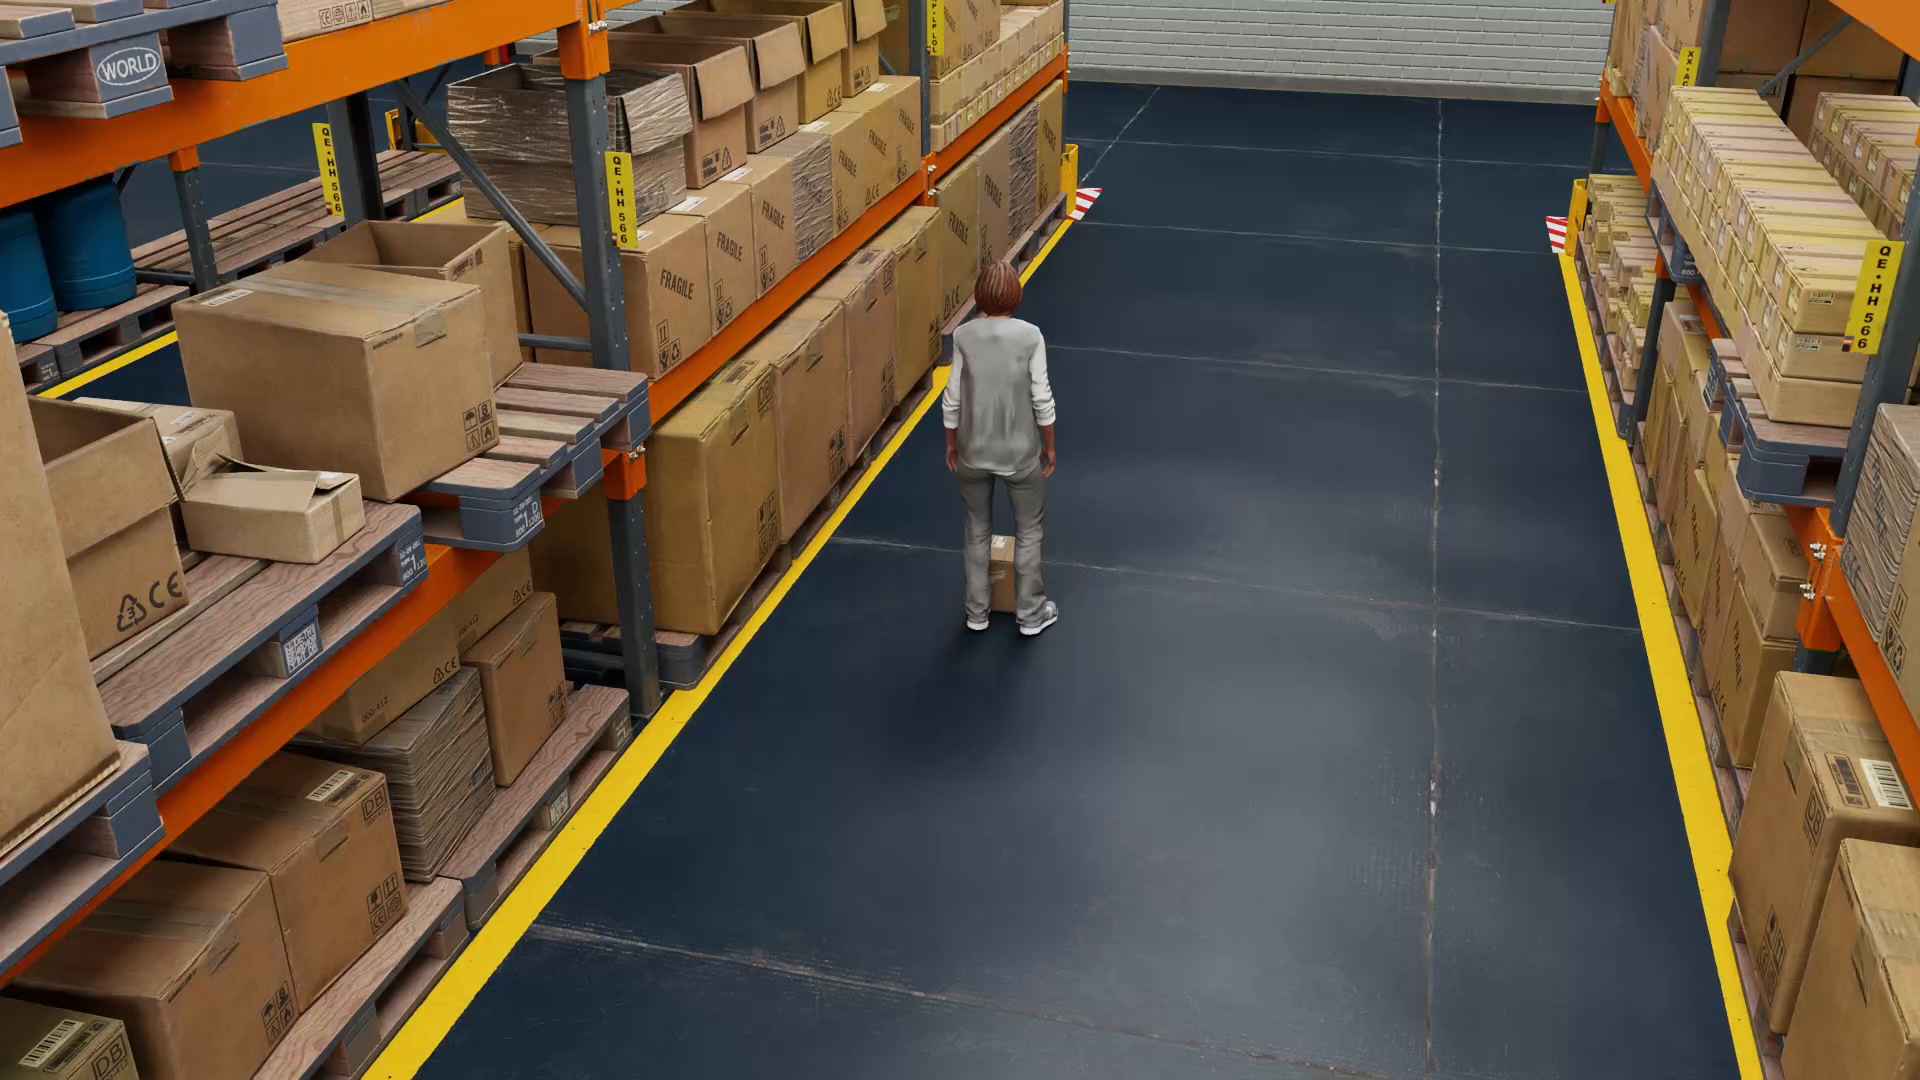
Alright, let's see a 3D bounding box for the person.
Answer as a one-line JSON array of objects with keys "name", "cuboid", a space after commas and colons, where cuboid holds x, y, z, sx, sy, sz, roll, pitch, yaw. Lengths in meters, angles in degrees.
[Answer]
[{"name": "person", "cuboid": [0.169, -0.355, 6.860, 0.484, 1.594, 0.341, 5, 26, 11]}]
